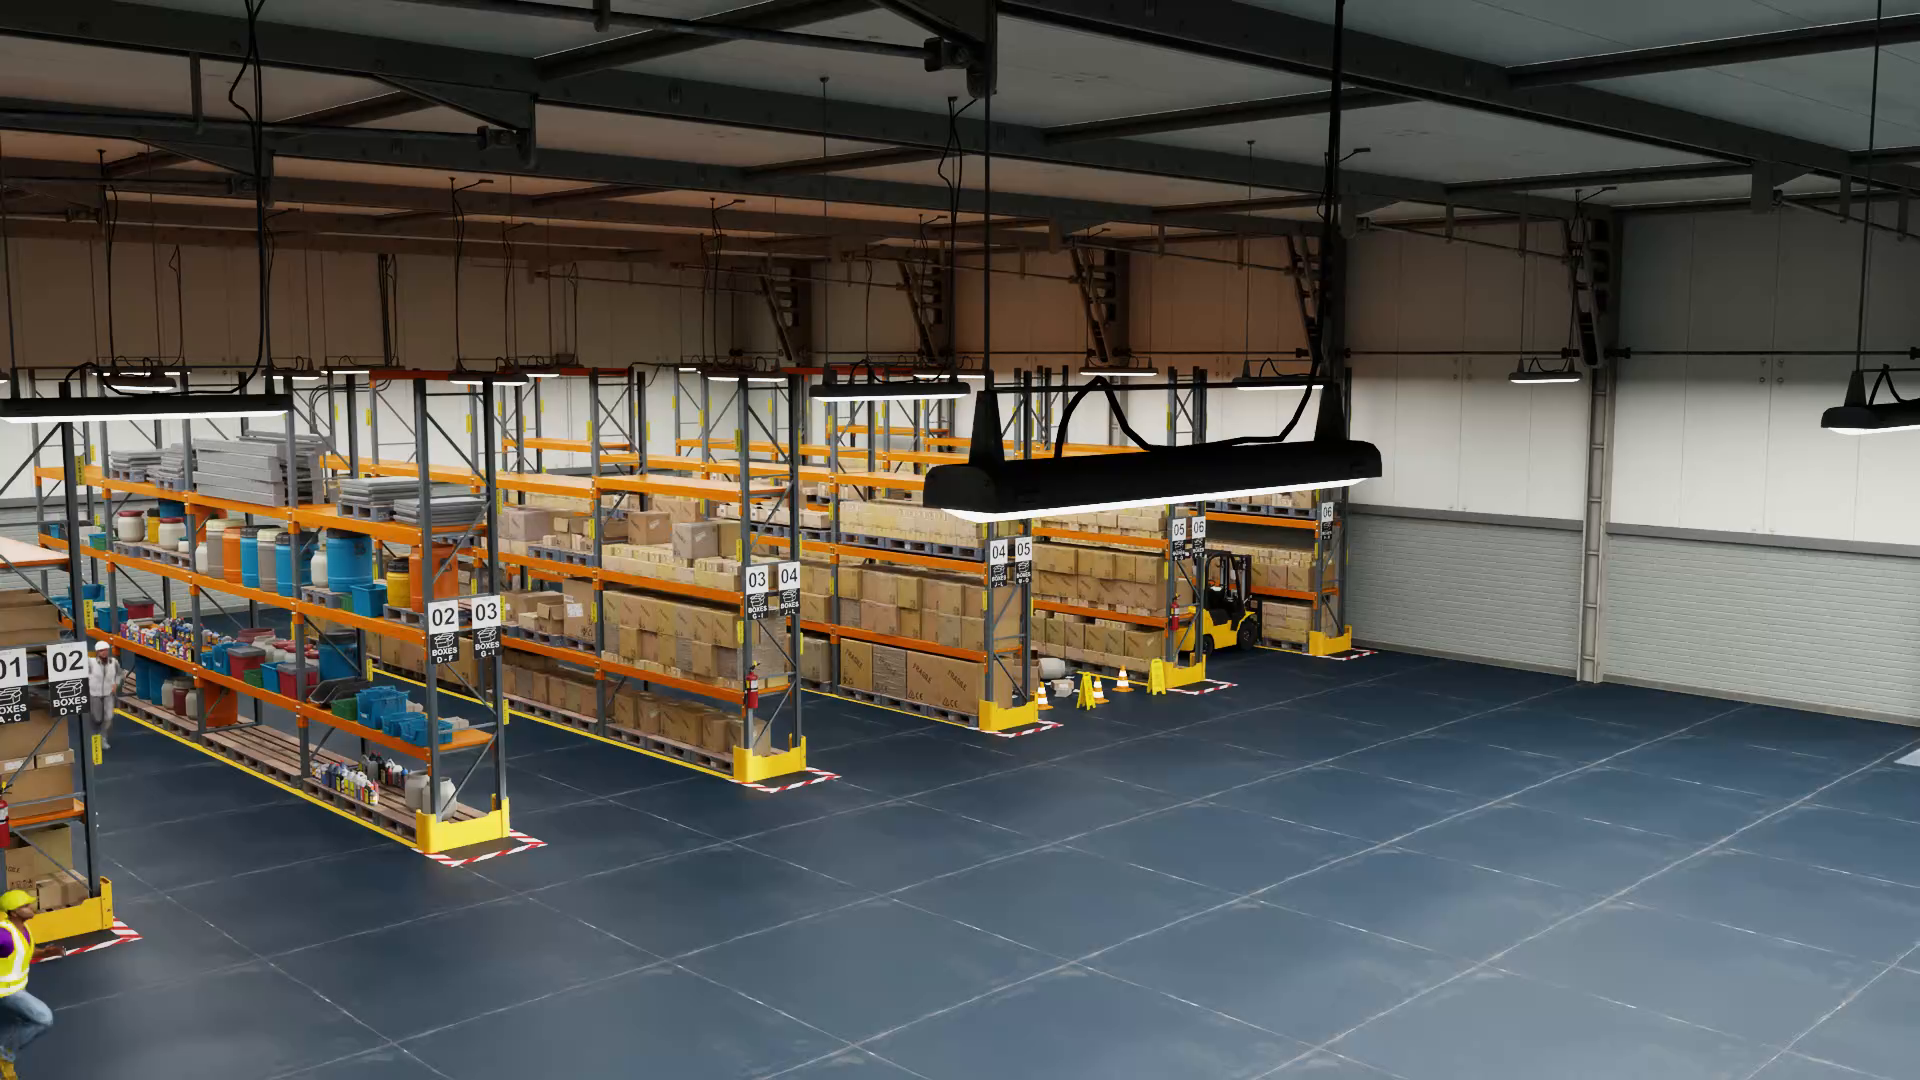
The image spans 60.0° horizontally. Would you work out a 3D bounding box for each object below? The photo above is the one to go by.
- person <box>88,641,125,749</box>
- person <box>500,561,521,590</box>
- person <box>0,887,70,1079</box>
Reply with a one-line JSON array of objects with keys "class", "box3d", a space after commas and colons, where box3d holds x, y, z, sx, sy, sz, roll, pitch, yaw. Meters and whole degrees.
[{"class": "person", "box3d": [-13.804, 2.479, 26.754, 0.691, 1.733, 0.691, -5, 8, -39]}, {"class": "person", "box3d": [-11.067, 0.869, 41.272, 0.683, 1.709, 0.785, 2, 7, 15]}, {"class": "person", "box3d": [-8.098, 3.845, 14.301, 0.791, 1.724, 0.738, -2, 7, -16]}]
